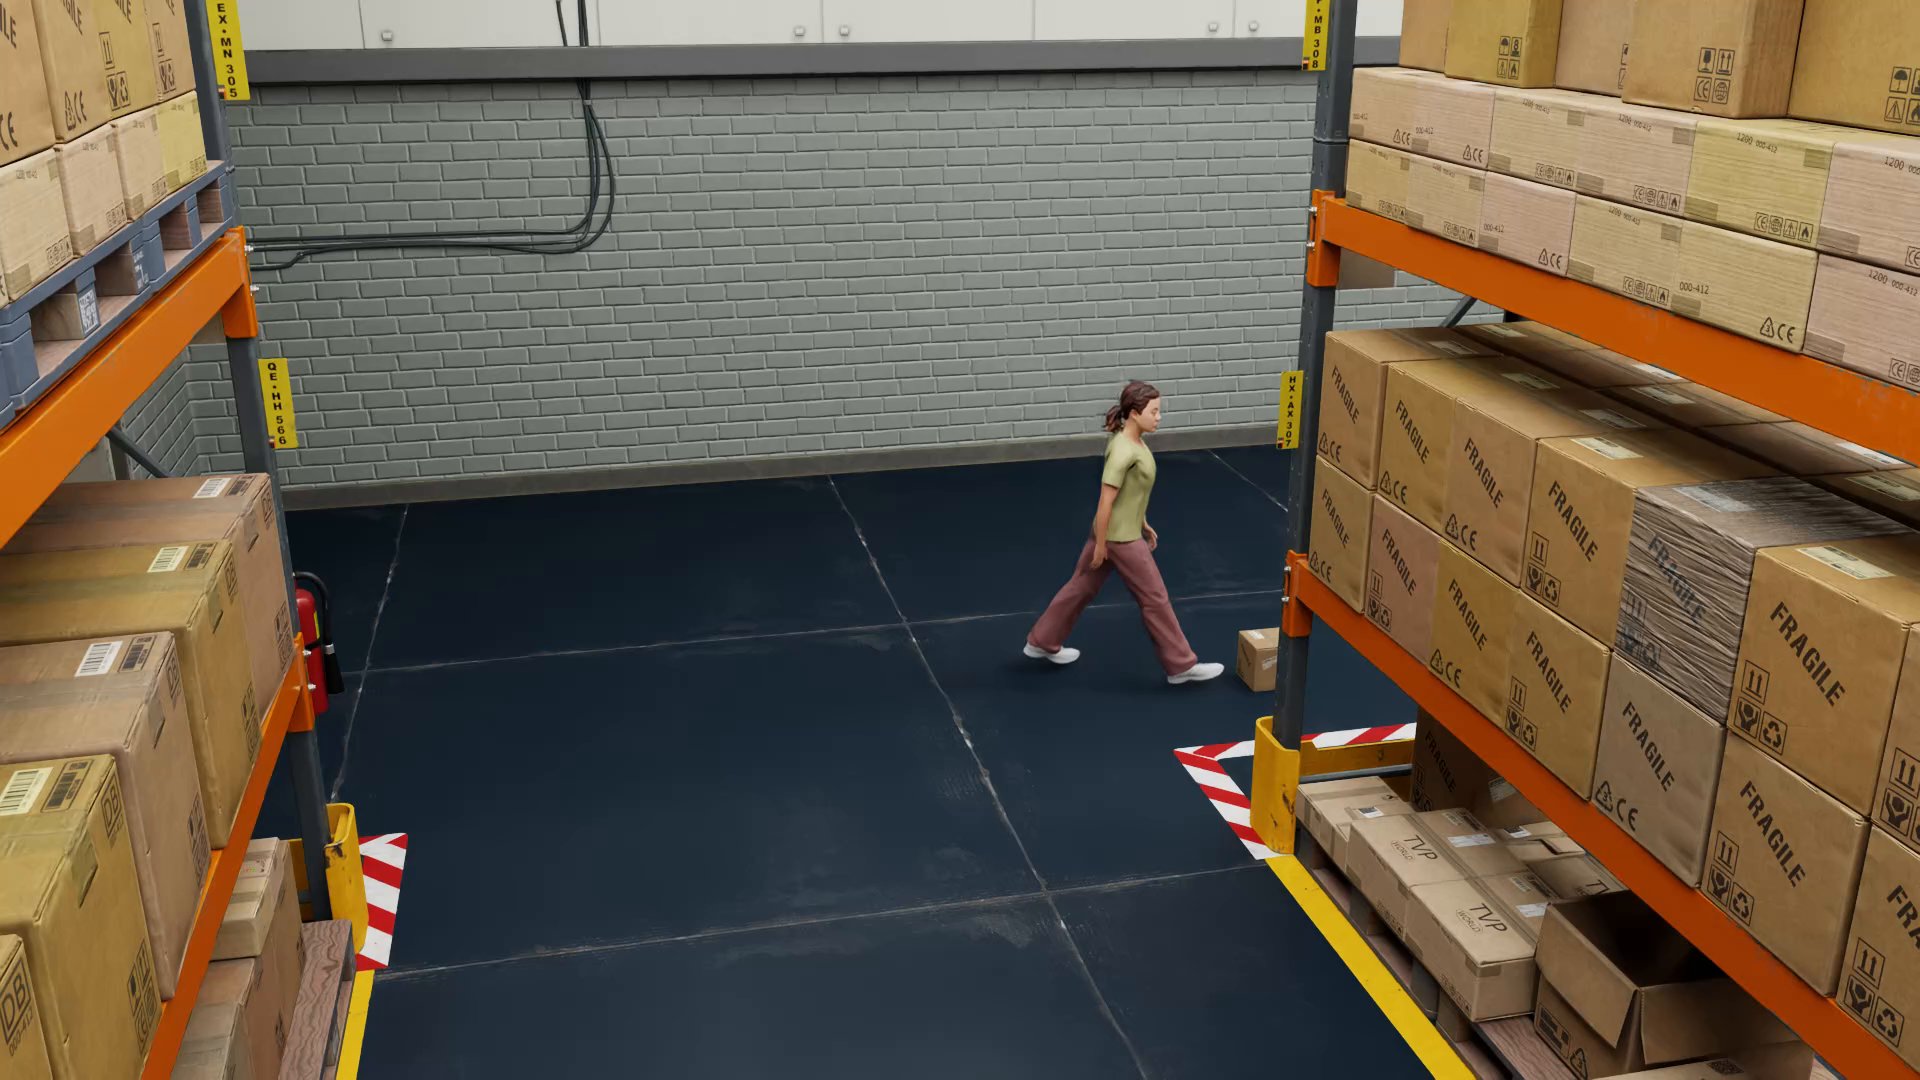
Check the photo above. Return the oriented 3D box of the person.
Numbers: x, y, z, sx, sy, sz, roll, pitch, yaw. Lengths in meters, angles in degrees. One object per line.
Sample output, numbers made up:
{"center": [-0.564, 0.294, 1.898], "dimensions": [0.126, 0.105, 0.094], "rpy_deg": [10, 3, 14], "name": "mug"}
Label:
{"center": [0.869, -0.039, 8.688], "dimensions": [1.066, 1.610, 0.461], "rpy_deg": [1, 20, 3], "name": "person"}
